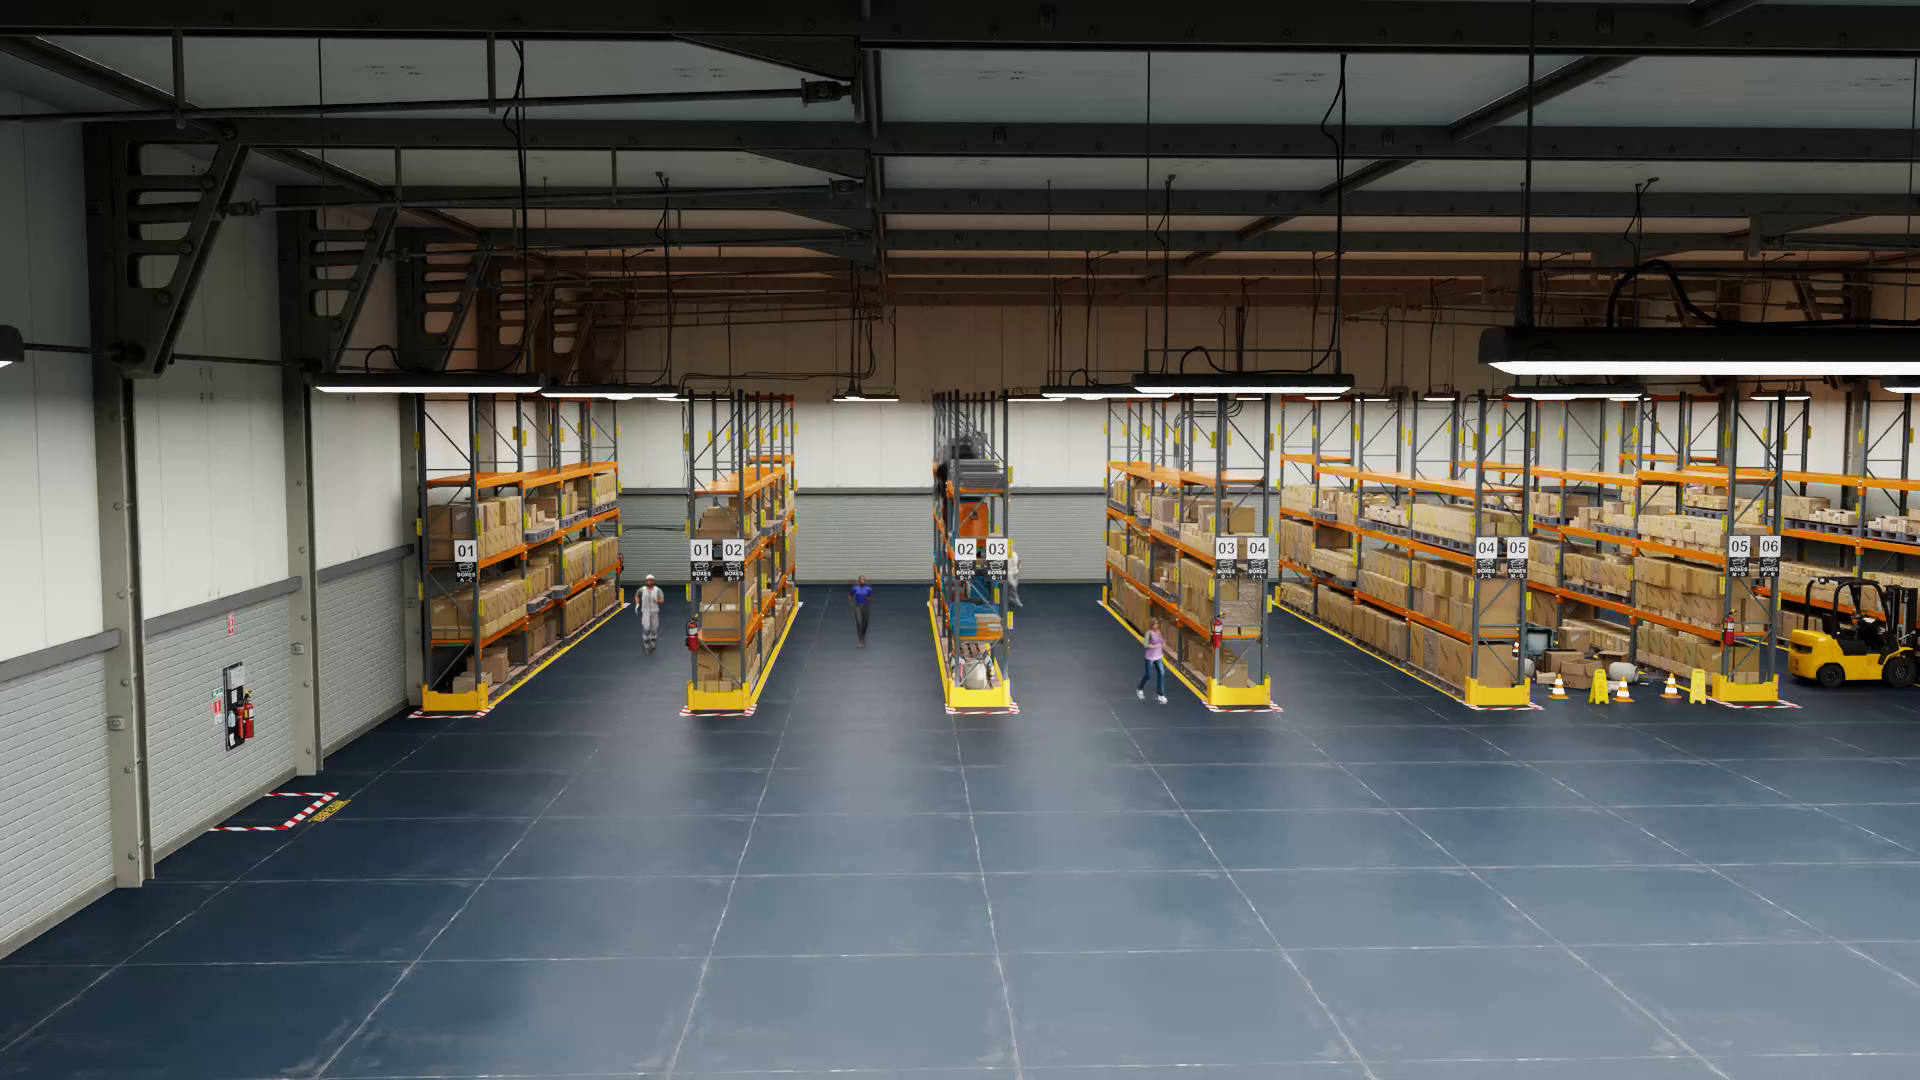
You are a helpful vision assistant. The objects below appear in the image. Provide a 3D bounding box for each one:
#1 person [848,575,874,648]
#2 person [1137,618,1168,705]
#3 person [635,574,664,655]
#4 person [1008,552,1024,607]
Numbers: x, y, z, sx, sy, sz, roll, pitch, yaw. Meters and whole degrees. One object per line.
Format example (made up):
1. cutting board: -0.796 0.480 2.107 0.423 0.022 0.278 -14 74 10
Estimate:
1. person: -2.324 1.664 39.390 0.569 1.660 0.926 -1 5 -15
2. person: 3.688 2.304 31.946 0.565 1.631 0.778 -3 6 -34
3. person: -7.134 1.713 38.244 0.647 1.847 0.773 -1 5 -16
4. person: 1.460 0.983 47.292 0.735 1.785 0.829 -2 5 -28
